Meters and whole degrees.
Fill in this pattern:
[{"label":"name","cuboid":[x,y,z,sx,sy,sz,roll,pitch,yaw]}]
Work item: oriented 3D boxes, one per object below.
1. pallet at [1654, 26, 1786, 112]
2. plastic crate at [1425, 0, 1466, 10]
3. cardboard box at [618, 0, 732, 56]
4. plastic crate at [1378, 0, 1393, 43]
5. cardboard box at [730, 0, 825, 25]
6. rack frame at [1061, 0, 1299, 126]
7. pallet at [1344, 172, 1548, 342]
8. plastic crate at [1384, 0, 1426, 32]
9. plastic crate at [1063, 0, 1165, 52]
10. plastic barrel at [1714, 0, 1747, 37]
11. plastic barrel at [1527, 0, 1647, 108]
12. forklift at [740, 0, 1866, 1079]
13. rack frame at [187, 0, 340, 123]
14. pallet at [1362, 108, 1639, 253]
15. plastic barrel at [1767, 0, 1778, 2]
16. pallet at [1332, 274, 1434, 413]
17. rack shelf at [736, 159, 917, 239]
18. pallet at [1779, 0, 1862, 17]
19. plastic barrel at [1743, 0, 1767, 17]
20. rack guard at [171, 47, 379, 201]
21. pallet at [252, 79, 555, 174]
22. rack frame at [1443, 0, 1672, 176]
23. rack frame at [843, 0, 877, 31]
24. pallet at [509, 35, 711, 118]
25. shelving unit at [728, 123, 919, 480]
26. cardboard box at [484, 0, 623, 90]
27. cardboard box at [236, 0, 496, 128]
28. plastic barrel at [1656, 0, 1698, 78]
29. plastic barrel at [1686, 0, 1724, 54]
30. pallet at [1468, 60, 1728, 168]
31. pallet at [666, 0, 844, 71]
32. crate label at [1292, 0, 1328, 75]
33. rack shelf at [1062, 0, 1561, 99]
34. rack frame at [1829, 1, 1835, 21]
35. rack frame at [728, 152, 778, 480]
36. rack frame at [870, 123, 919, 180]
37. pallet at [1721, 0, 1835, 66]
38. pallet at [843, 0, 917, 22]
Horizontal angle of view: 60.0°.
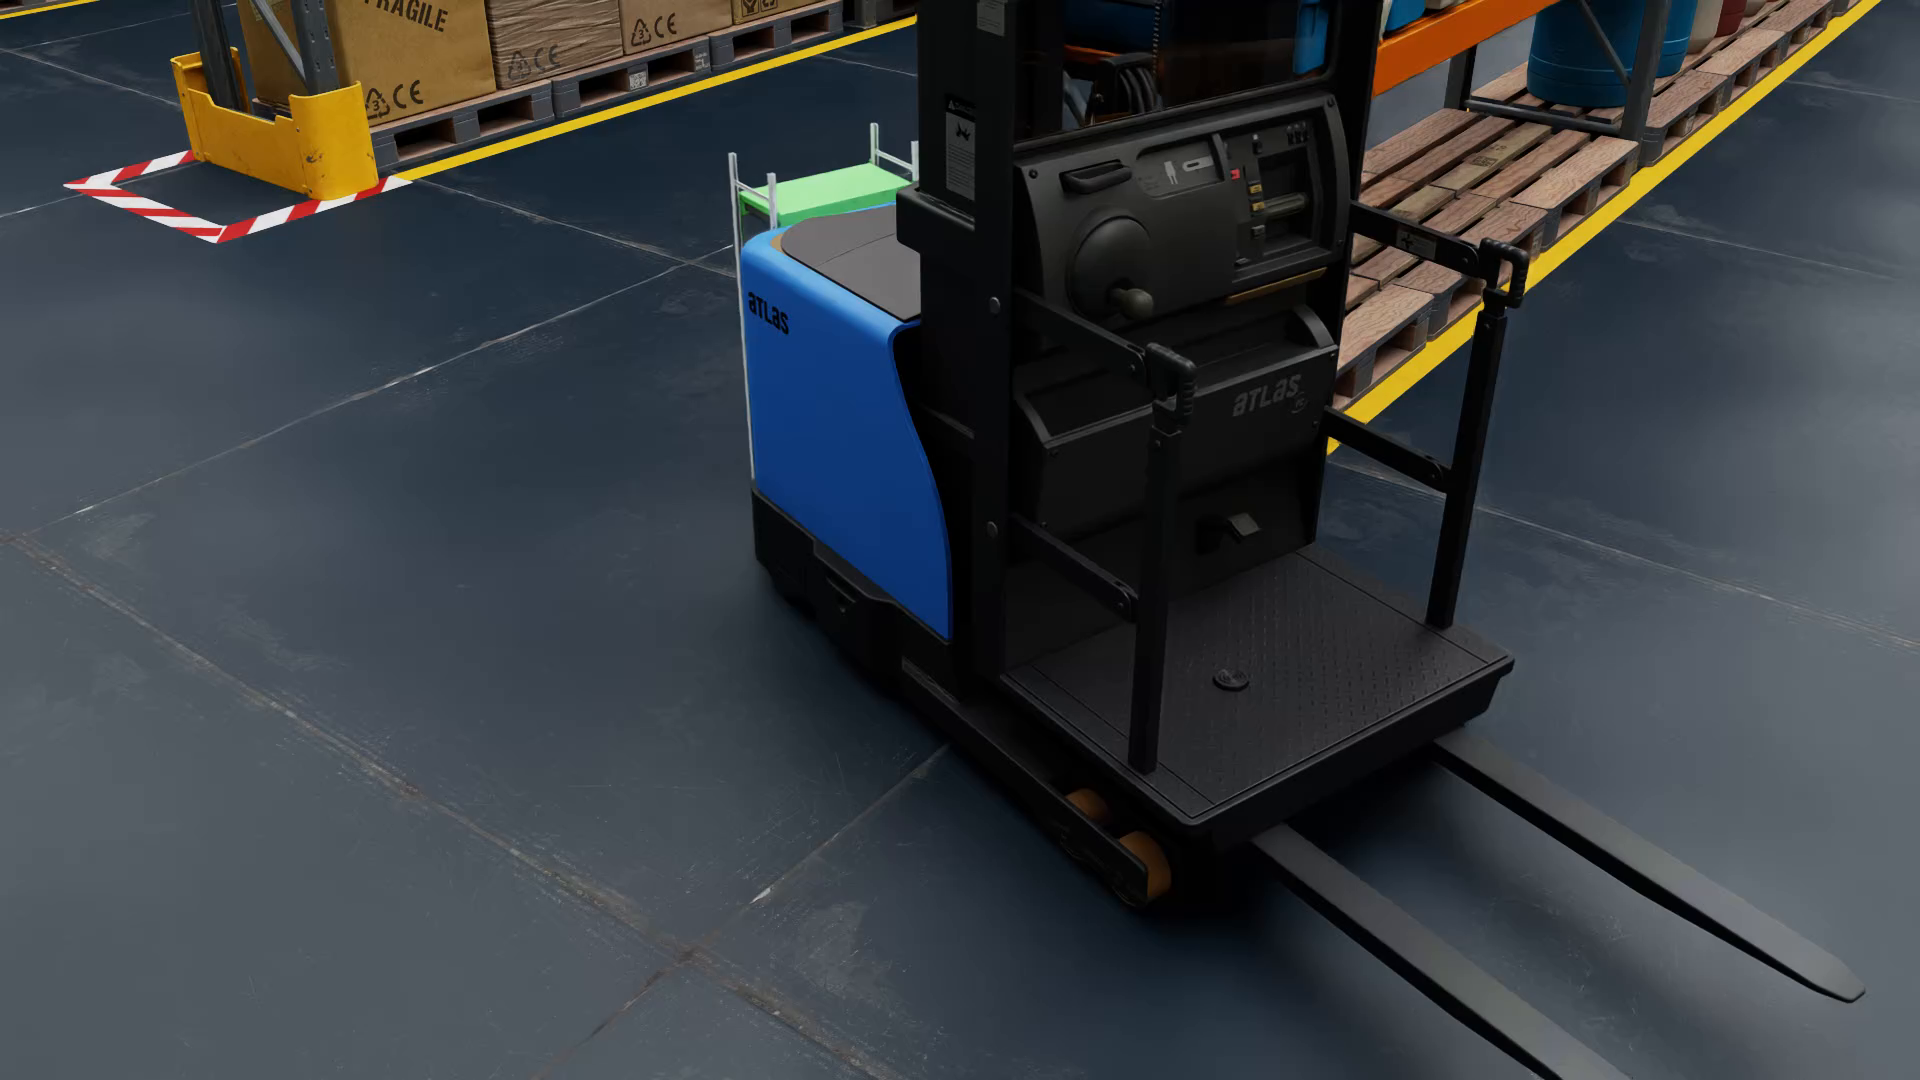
[{"label":"pallet","cuboid":[4.202,-2.868,9.882,1.003,0.211,1.213,21,37,31]},{"label":"plastic crate","cuboid":[1.633,-1.935,5.773,0.250,0.136,0.298,21,37,31]},{"label":"cardboard box","cuboid":[-1.987,-3.450,9.802,0.875,0.875,0.875,21,37,31]},{"label":"plastic crate","cuboid":[1.223,-1.659,5.307,0.250,0.136,0.298,21,37,31]},{"label":"cardboard box","cuboid":[-1.444,-3.816,10.419,0.875,0.875,0.875,21,37,31]},{"label":"rack frame","cuboid":[0.552,-1.643,5.080,1.000,3.000,0.127,21,37,31]},{"label":"pallet","cuboid":[1.818,-1.260,7.170,1.003,0.211,1.213,21,37,31]},{"label":"plastic crate","cuboid":[1.361,-1.863,5.557,0.416,0.233,0.300,21,37,31]},{"label":"plastic crate","cuboid":[0.606,-1.878,5.382,0.616,0.435,0.499,21,37,31]},{"label":"plastic barrel","cuboid":[4.418,-3.375,9.956,0.600,0.588,0.708,21,37,31]},{"label":"plastic barrel","cuboid":[3.309,-2.763,8.616,0.600,0.901,0.708,21,37,31]},{"label":"forklift","cuboid":[0.649,-0.703,3.561,1.130,2.935,3.031,-20,36,-30]},{"label":"rack frame","cuboid":[-3.396,-3.167,7.652,1.000,3.000,0.127,21,37,31]},{"label":"pallet","cuboid":[2.554,-1.758,8.010,1.003,0.211,1.213,21,37,31]},{"label":"plastic barrel","cuboid":[5.100,-3.938,10.669,0.600,0.830,0.708,21,37,31]},{"label":"pallet","cuboid":[1.081,-0.767,6.336,1.003,0.211,1.213,21,37,31]},{"label":"rack shelf","cuboid":[-0.391,-0.977,4.905,0.480,0.148,0.258,-21,36,-31]},{"label":"pallet","cuboid":[5.880,-3.998,11.789,1.003,0.211,1.213,21,37,31]},{"label":"plastic barrel","cuboid":[4.830,-3.544,10.316,0.421,0.512,0.421,0,31,0]},{"label":"rack guard","cuboid":[-3.411,-2.082,8.273,1.175,0.500,0.348,21,37,31]},{"label":"pallet","cuboid":[-2.976,-2.317,8.952,1.003,0.211,1.213,21,37,31]},{"label":"rack frame","cuboid":[2.967,-3.269,7.823,1.000,3.000,0.127,21,37,31]},{"label":"rack frame","cuboid":[-0.982,-4.793,10.396,1.000,3.000,0.127,21,37,31]},{"label":"pallet","cuboid":[-2.239,-2.810,9.785,1.003,0.211,1.213,21,37,31]},{"label":"shelving unit","cuboid":[-0.391,-0.619,5.117,0.503,1.200,0.258,-21,36,-31]},{"label":"cardboard box","cuboid":[-2.525,-3.088,9.191,0.875,0.875,0.875,21,37,31]},{"label":"cardboard box","cuboid":[-3.074,-2.719,8.567,0.875,0.875,0.875,21,37,31]},{"label":"plastic barrel","cuboid":[3.736,-3.050,9.101,0.600,0.901,0.708,21,37,31]},{"label":"plastic barrel","cuboid":[4.148,-3.085,9.541,0.421,0.512,0.421,0,31,0]},{"label":"pallet","cuboid":[3.466,-2.370,9.042,1.003,0.211,1.213,21,37,31]},{"label":"pallet","cuboid":[-1.503,-3.308,10.626,1.003,0.211,1.213,21,37,31]},{"label":"crate label","cuboid":[0.964,-1.596,5.106,0.416,0.233,0.303,21,37,31]},{"label":"rack shelf","cuboid":[1.760,-2.146,6.635,1.077,0.370,4.000,21,37,31]},{"label":"rack frame","cuboid":[5.381,-4.895,10.567,1.000,3.000,0.127,21,37,31]},{"label":"rack frame","cuboid":[-0.588,-0.545,4.993,0.015,1.200,0.240,-21,36,-31]},{"label":"rack frame","cuboid":[-0.194,-0.692,5.241,0.015,1.200,0.240,-21,36,-31]},{"label":"pallet","cuboid":[4.939,-3.362,10.715,1.003,0.211,1.213,21,37,31]},{"label":"pallet","cuboid":[-0.576,-3.930,11.675,1.003,0.211,1.213,21,37,31]}]
